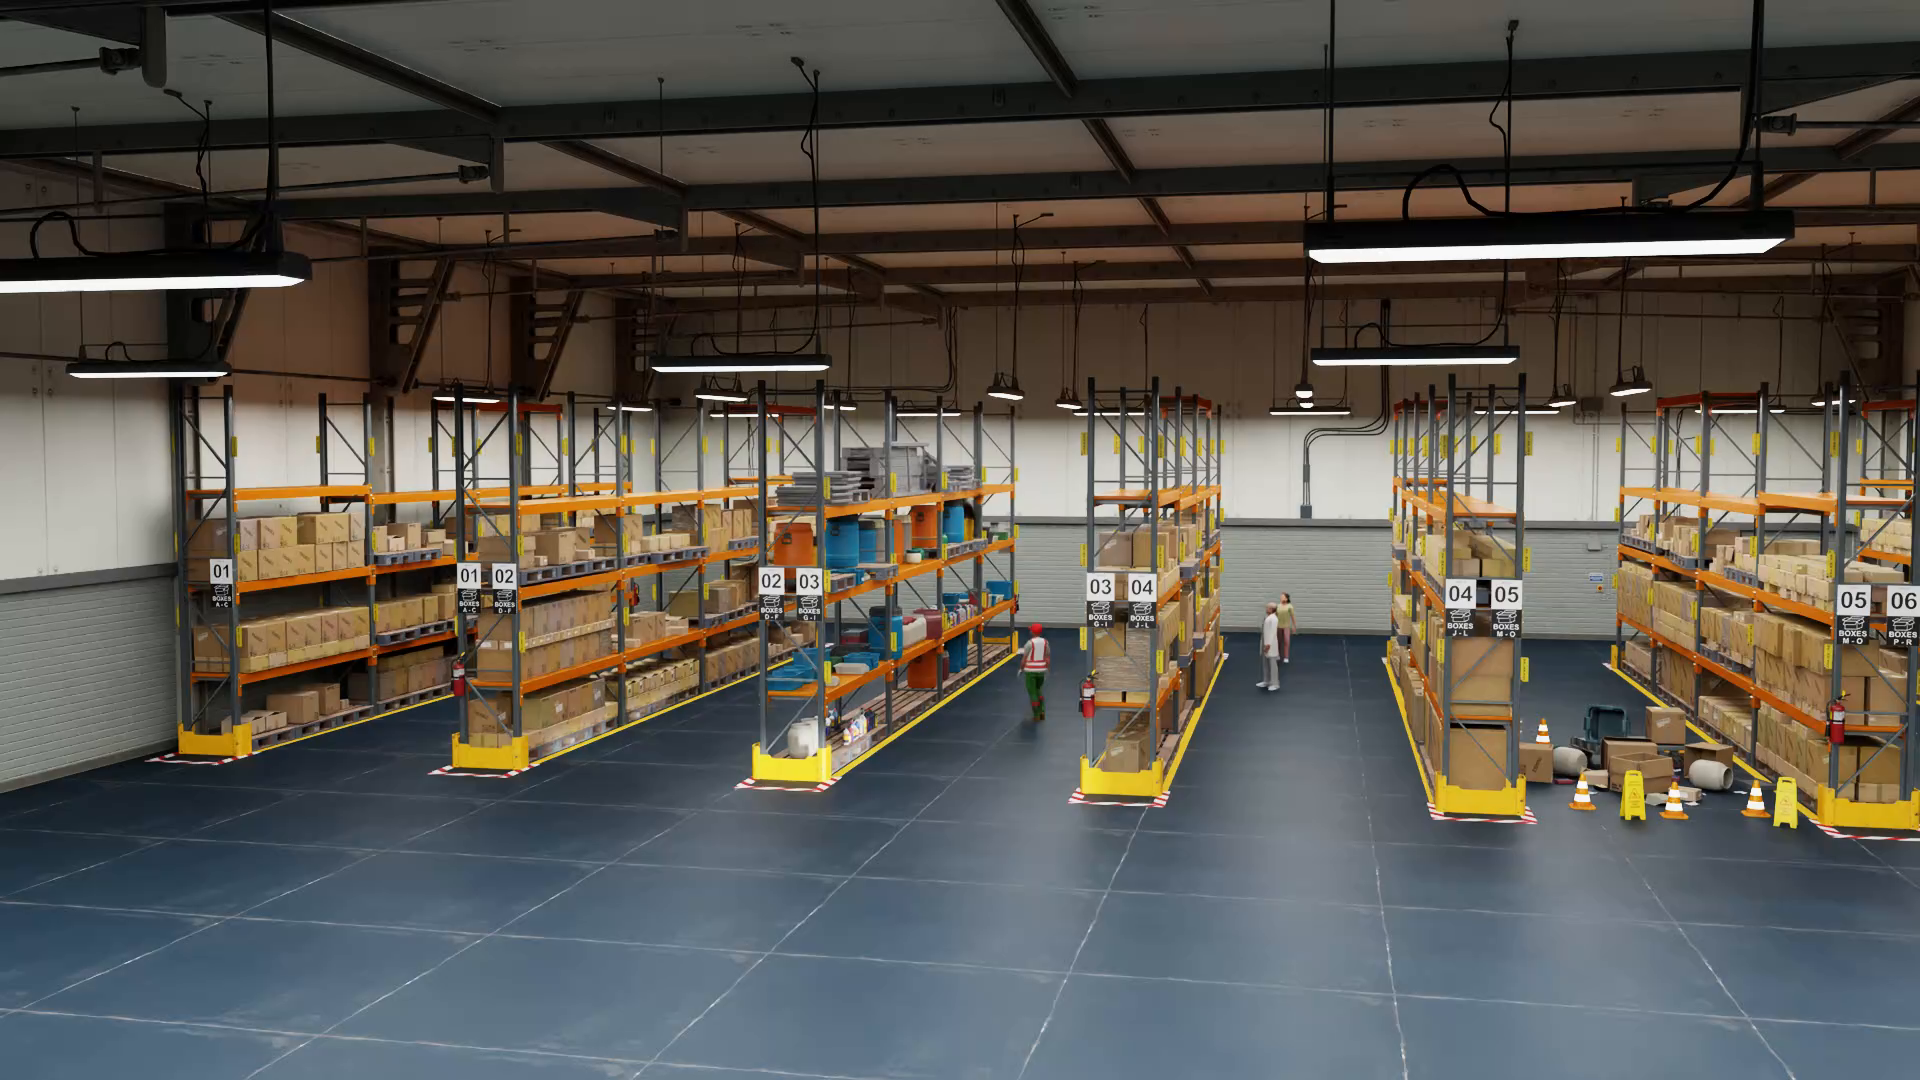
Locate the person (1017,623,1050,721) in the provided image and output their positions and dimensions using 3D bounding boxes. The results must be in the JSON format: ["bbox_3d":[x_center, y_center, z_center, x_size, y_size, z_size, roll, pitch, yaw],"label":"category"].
[{"bbox_3d":[1.350,2.419,30.323,0.554,1.828,0.468,-2,4,-28],"label":"person"}]

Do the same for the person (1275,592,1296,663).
[{"bbox_3d":[7.493,2.024,38.559,0.576,1.620,1.000,1,3,9],"label":"person"}]

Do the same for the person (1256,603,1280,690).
[{"bbox_3d":[6.396,2.204,34.485,0.426,1.821,0.596,-1,3,-19],"label":"person"}]
